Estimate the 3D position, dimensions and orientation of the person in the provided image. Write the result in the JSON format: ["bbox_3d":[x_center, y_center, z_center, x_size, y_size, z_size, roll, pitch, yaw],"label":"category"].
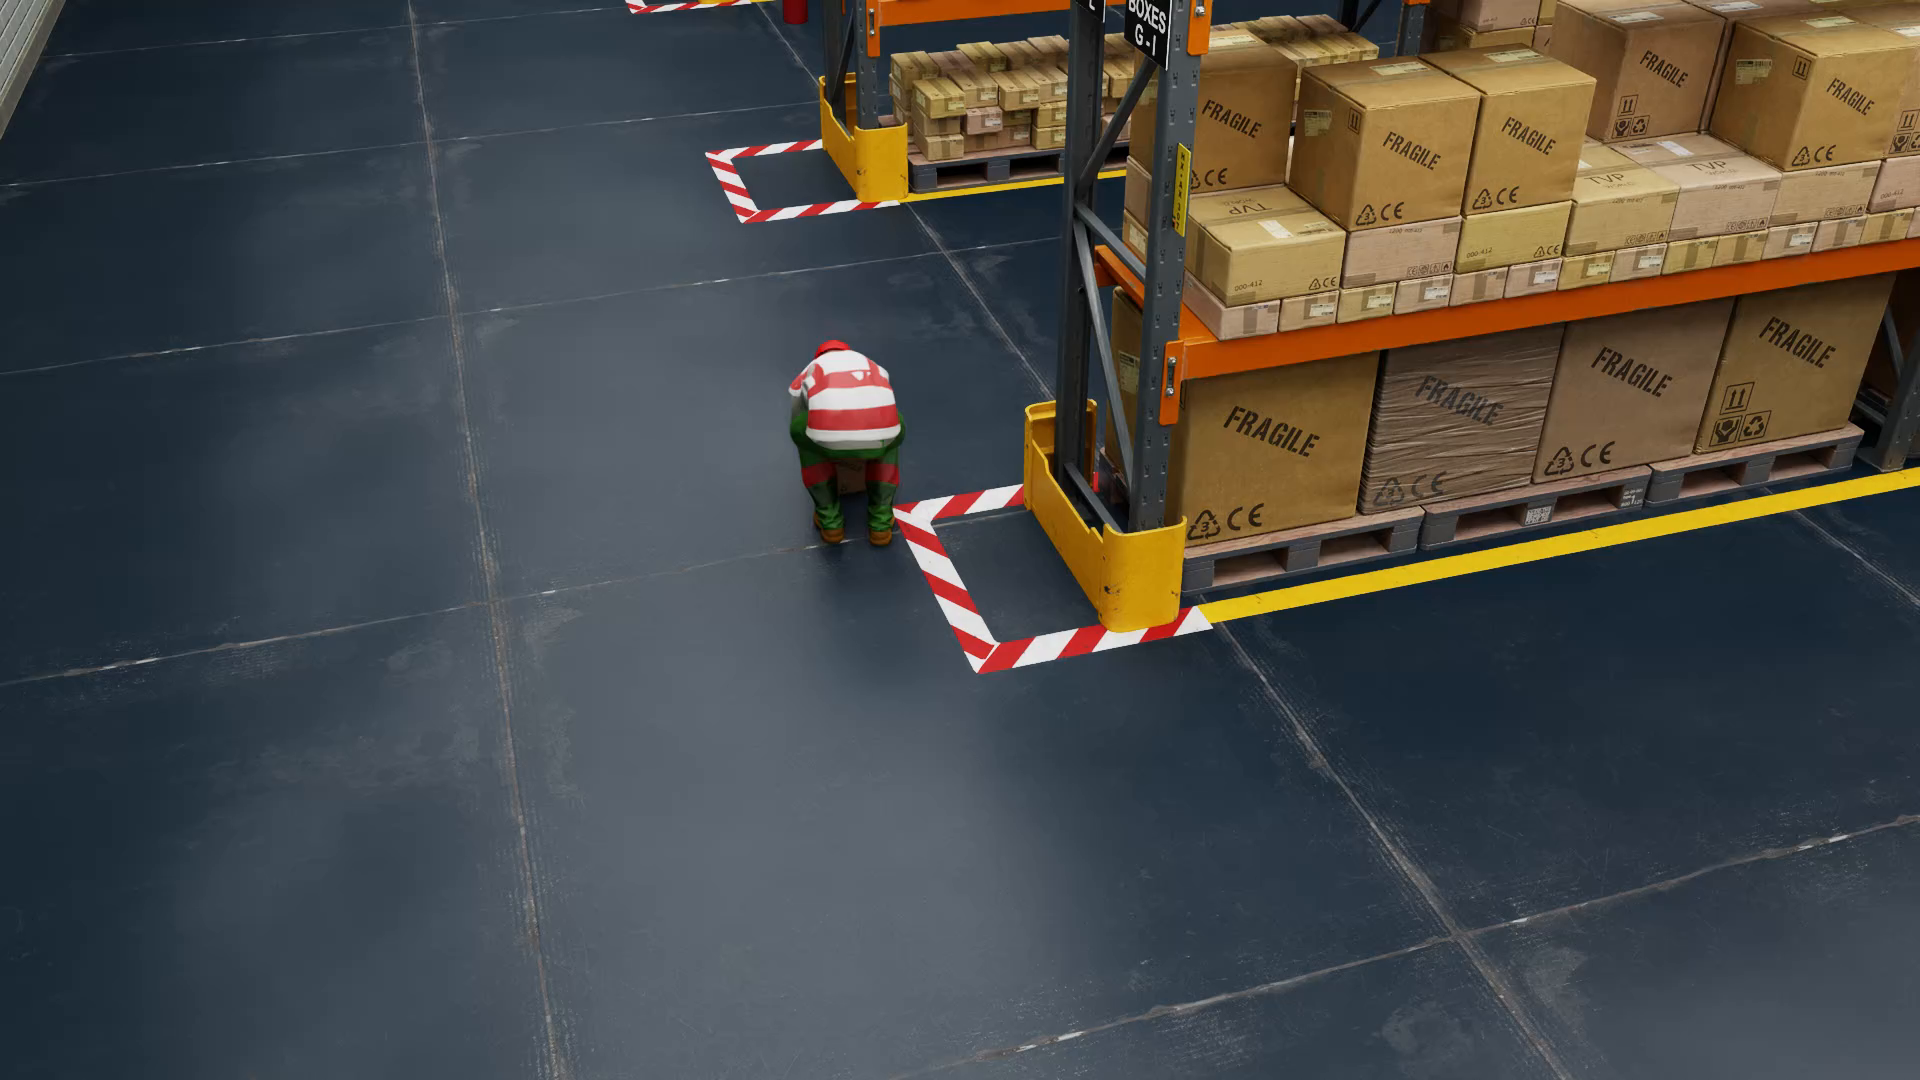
[{"bbox_3d":[-0.522,-0.477,7.685,0.526,0.893,0.961,-5,34,-7],"label":"person"}]
